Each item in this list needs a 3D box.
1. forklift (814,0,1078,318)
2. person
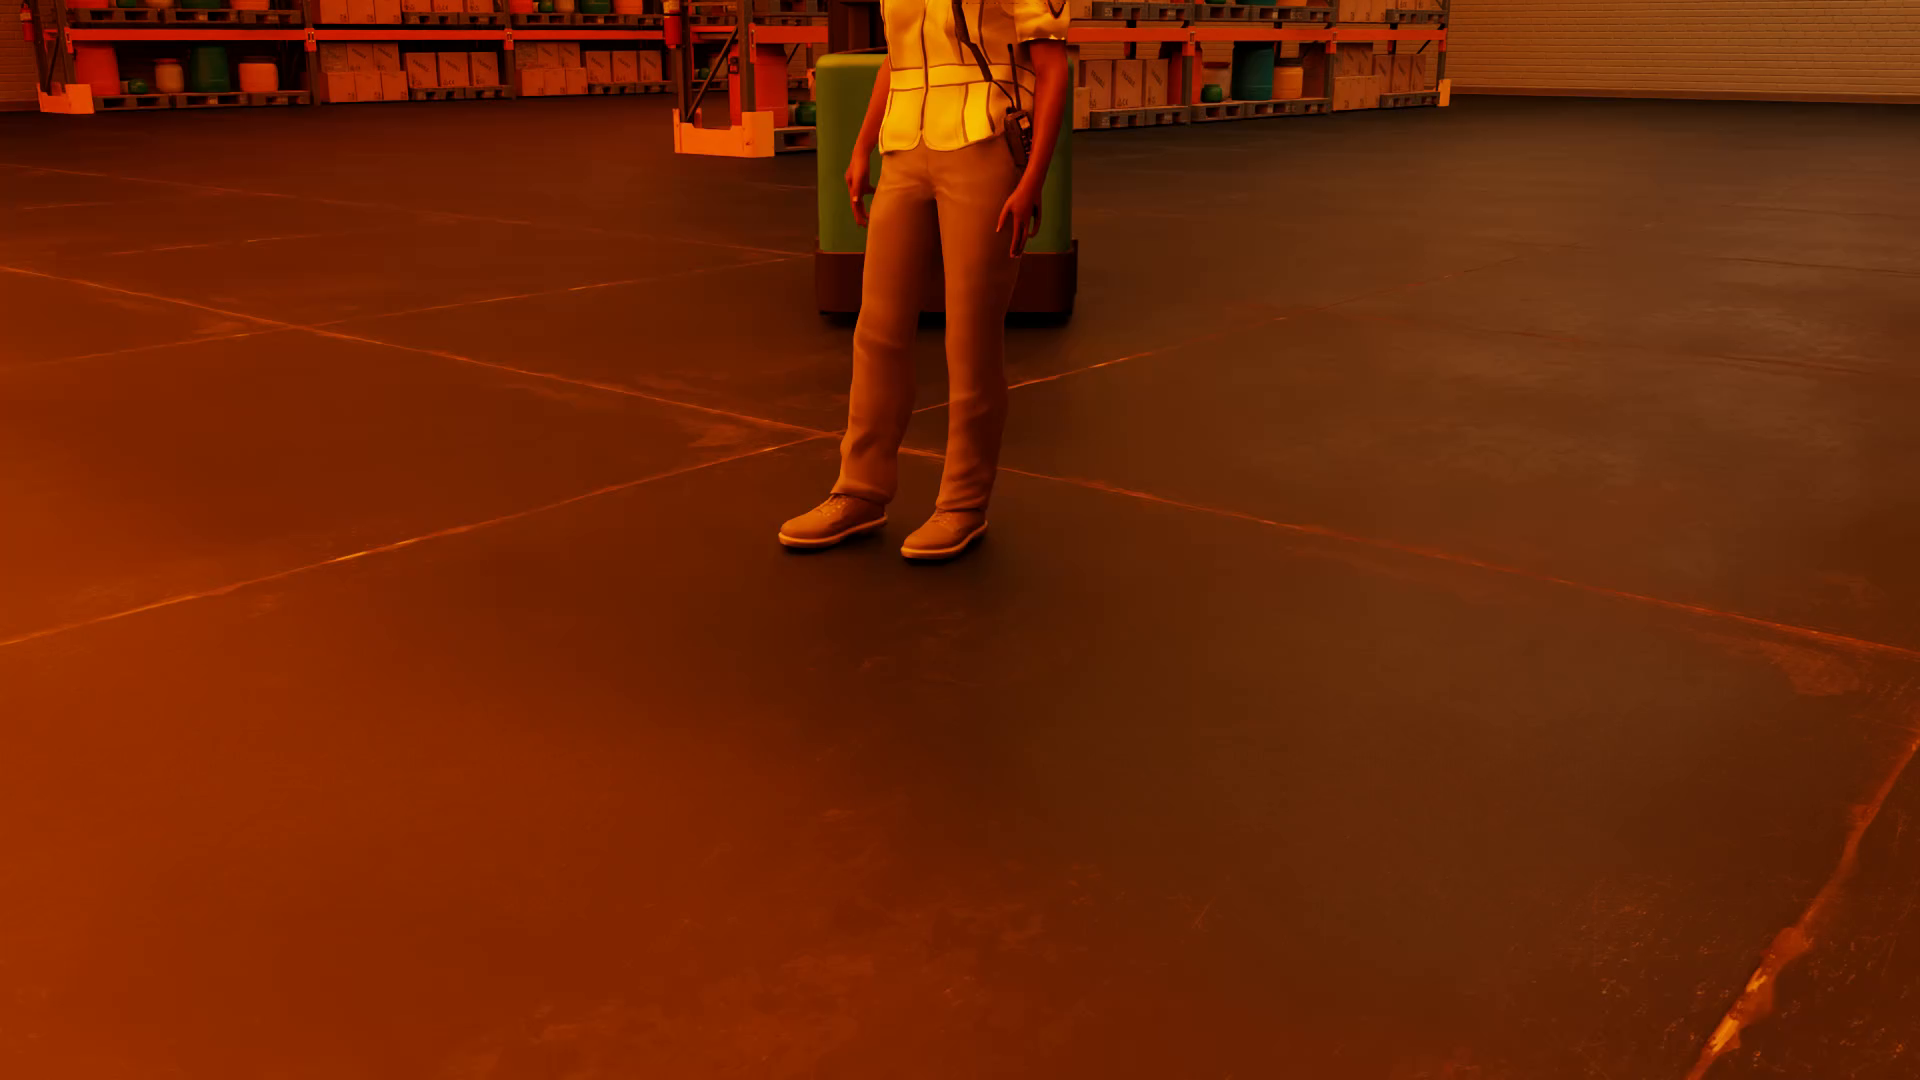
[{"bbox_3d":[-0.059,-2.693,7.768,1.130,2.935,3.031,0,17,0],"label":"forklift"},{"bbox_3d":[-0.063,-0.799,3.651,0.570,1.685,0.528,13,21,37],"label":"person"}]
